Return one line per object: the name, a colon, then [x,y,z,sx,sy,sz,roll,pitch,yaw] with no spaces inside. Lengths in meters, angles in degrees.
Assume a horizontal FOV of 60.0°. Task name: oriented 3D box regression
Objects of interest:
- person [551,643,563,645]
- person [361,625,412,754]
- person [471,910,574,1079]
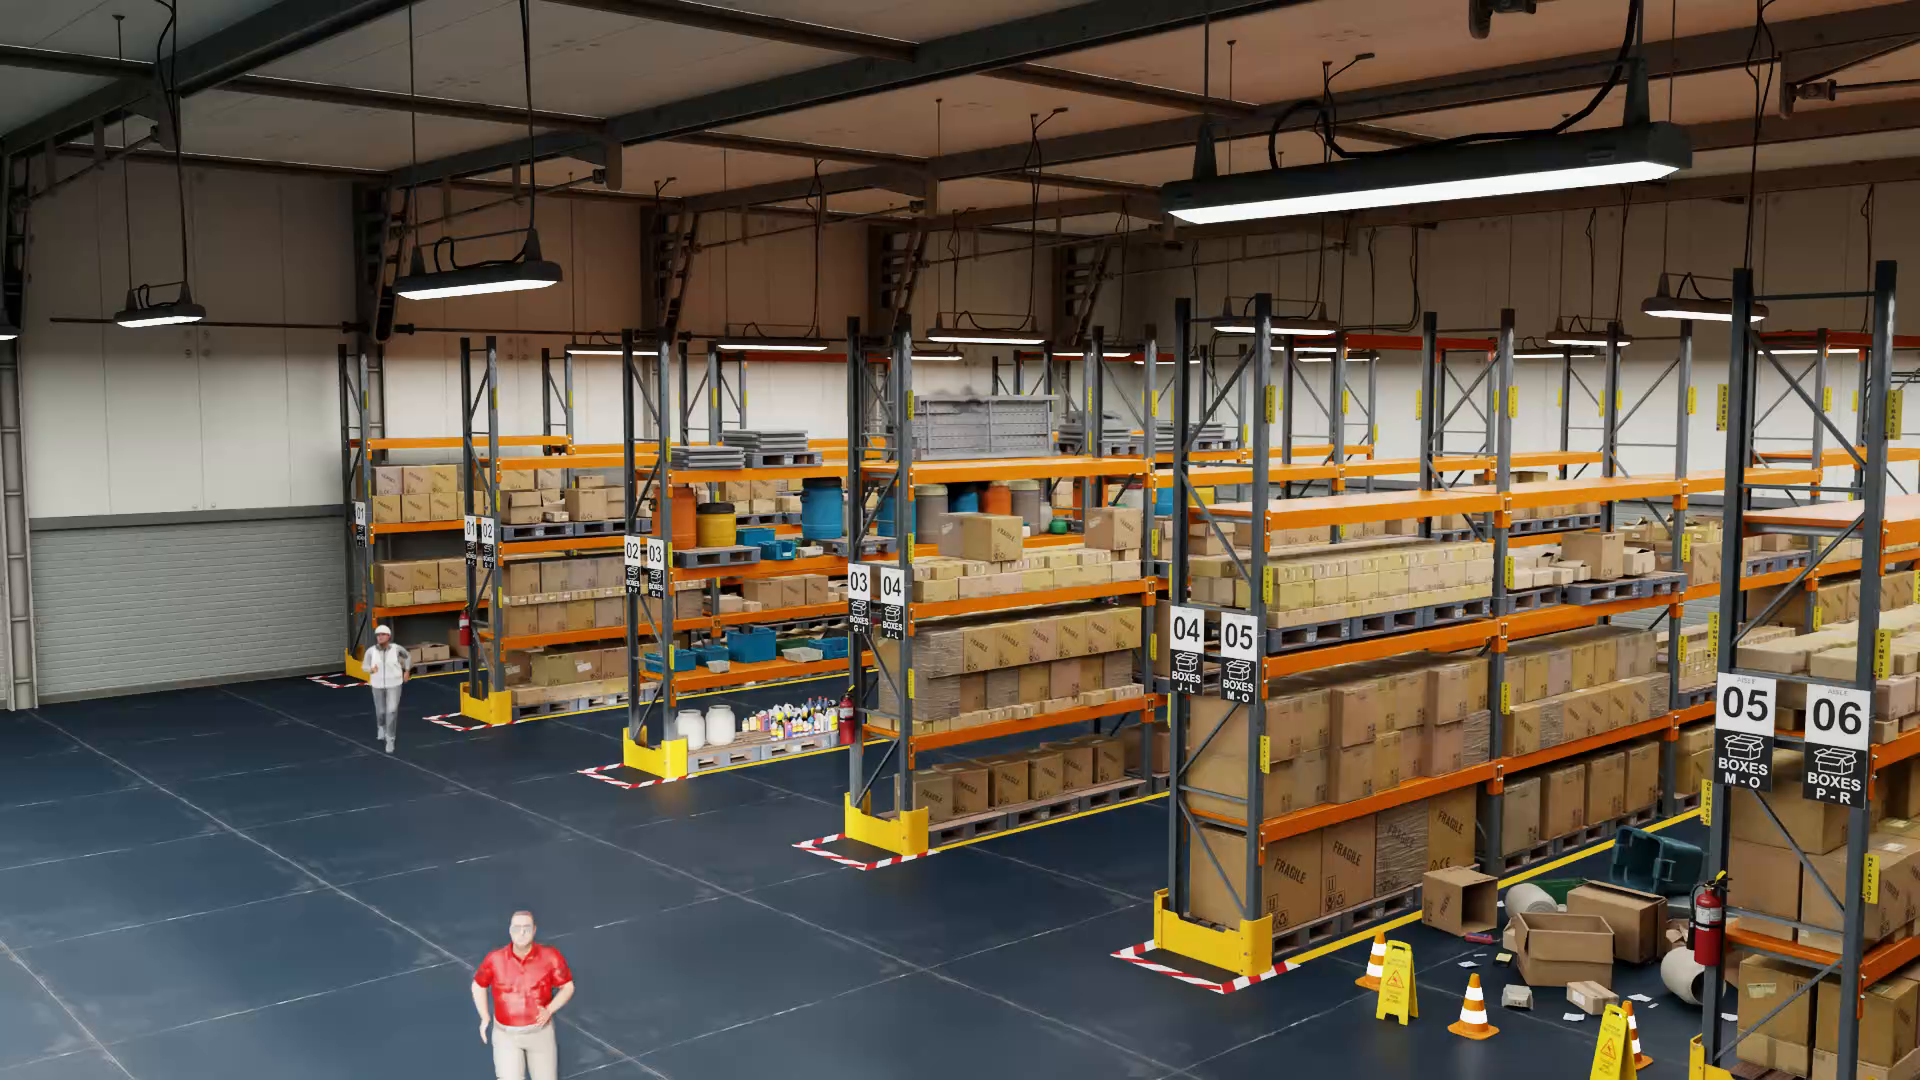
person: [-7.041,1.793,28.826,0.541,1.568,0.604,5,7,44]
person: [-8.311,2.122,24.122,0.664,1.811,0.940,-1,5,-10]
person: [-2.930,3.320,11.168,0.675,1.685,0.830,-1,5,-13]
